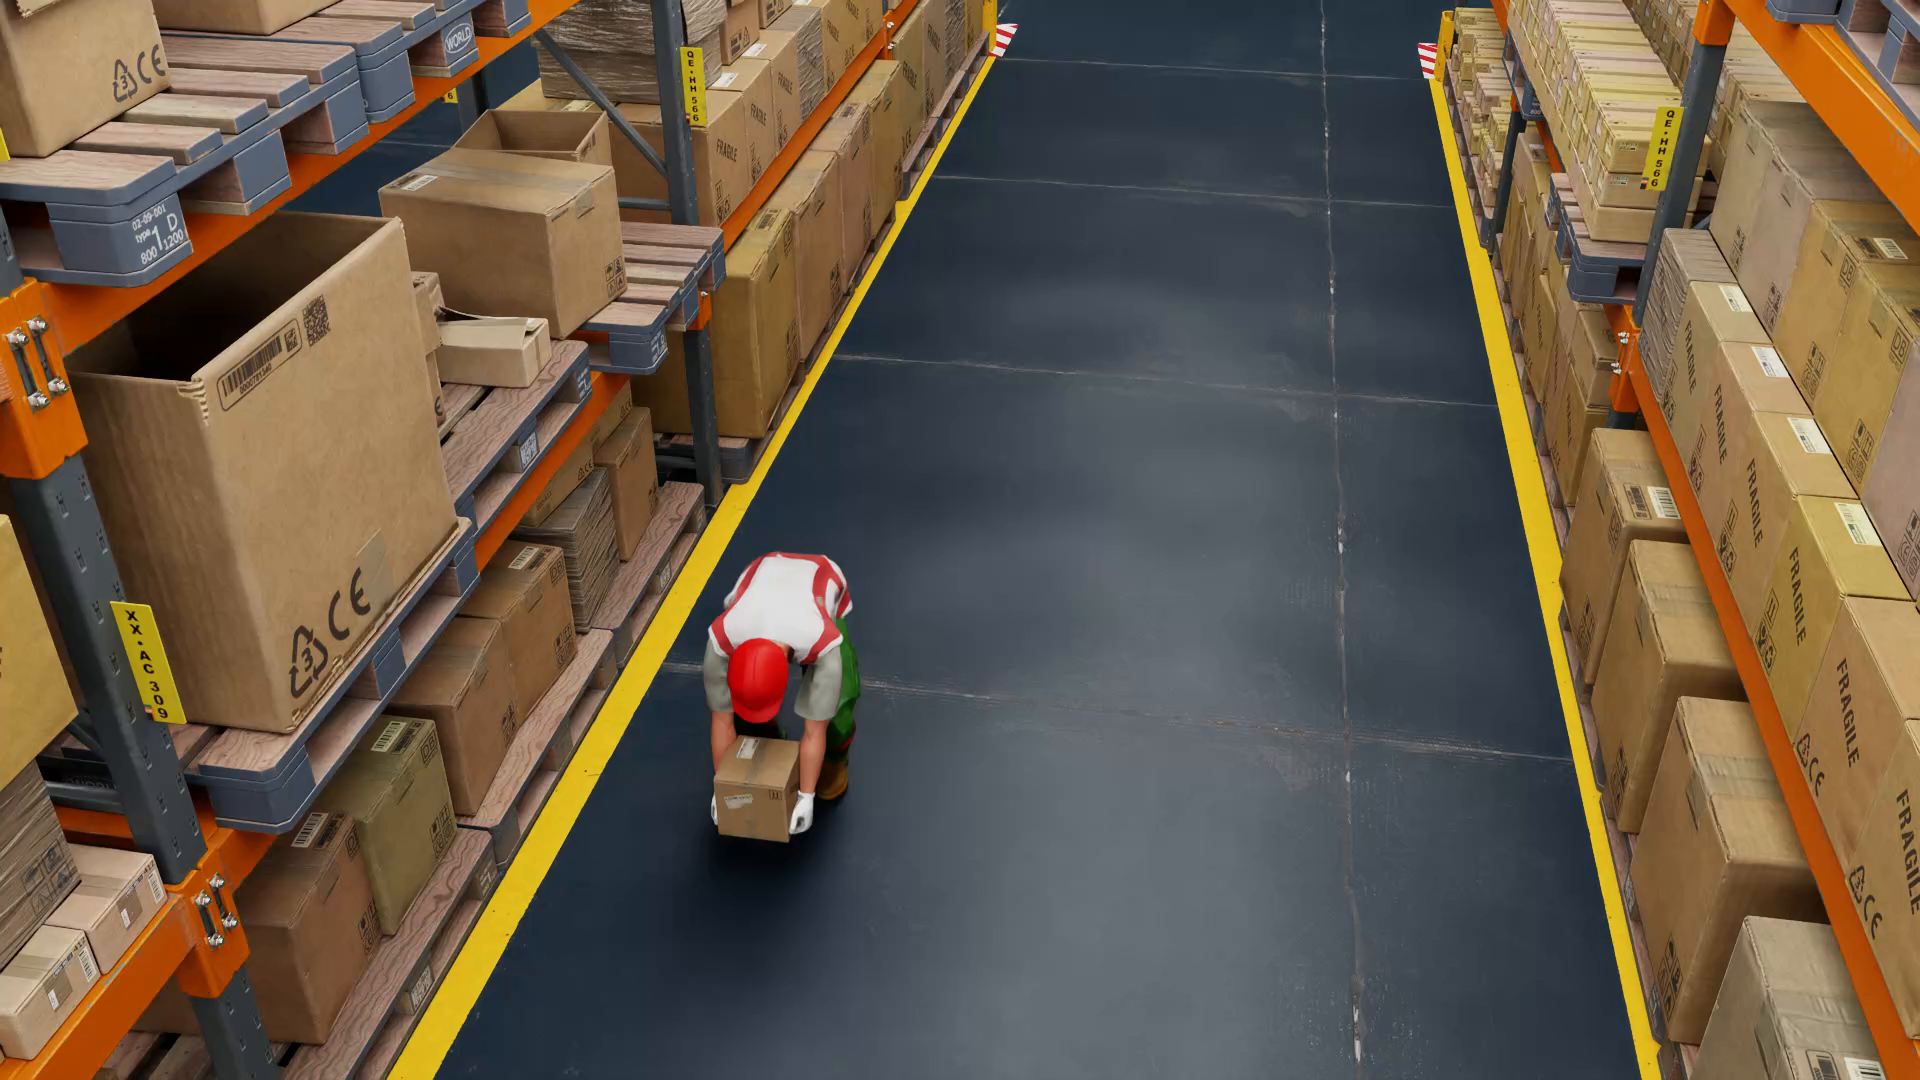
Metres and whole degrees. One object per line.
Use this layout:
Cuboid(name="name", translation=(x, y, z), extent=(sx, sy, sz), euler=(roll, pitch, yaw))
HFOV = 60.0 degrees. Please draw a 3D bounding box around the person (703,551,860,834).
Cuboid(name="person", translation=(-0.633, 0.567, 5.963), extent=(0.535, 0.989, 0.953), euler=(4, 32, 6))
